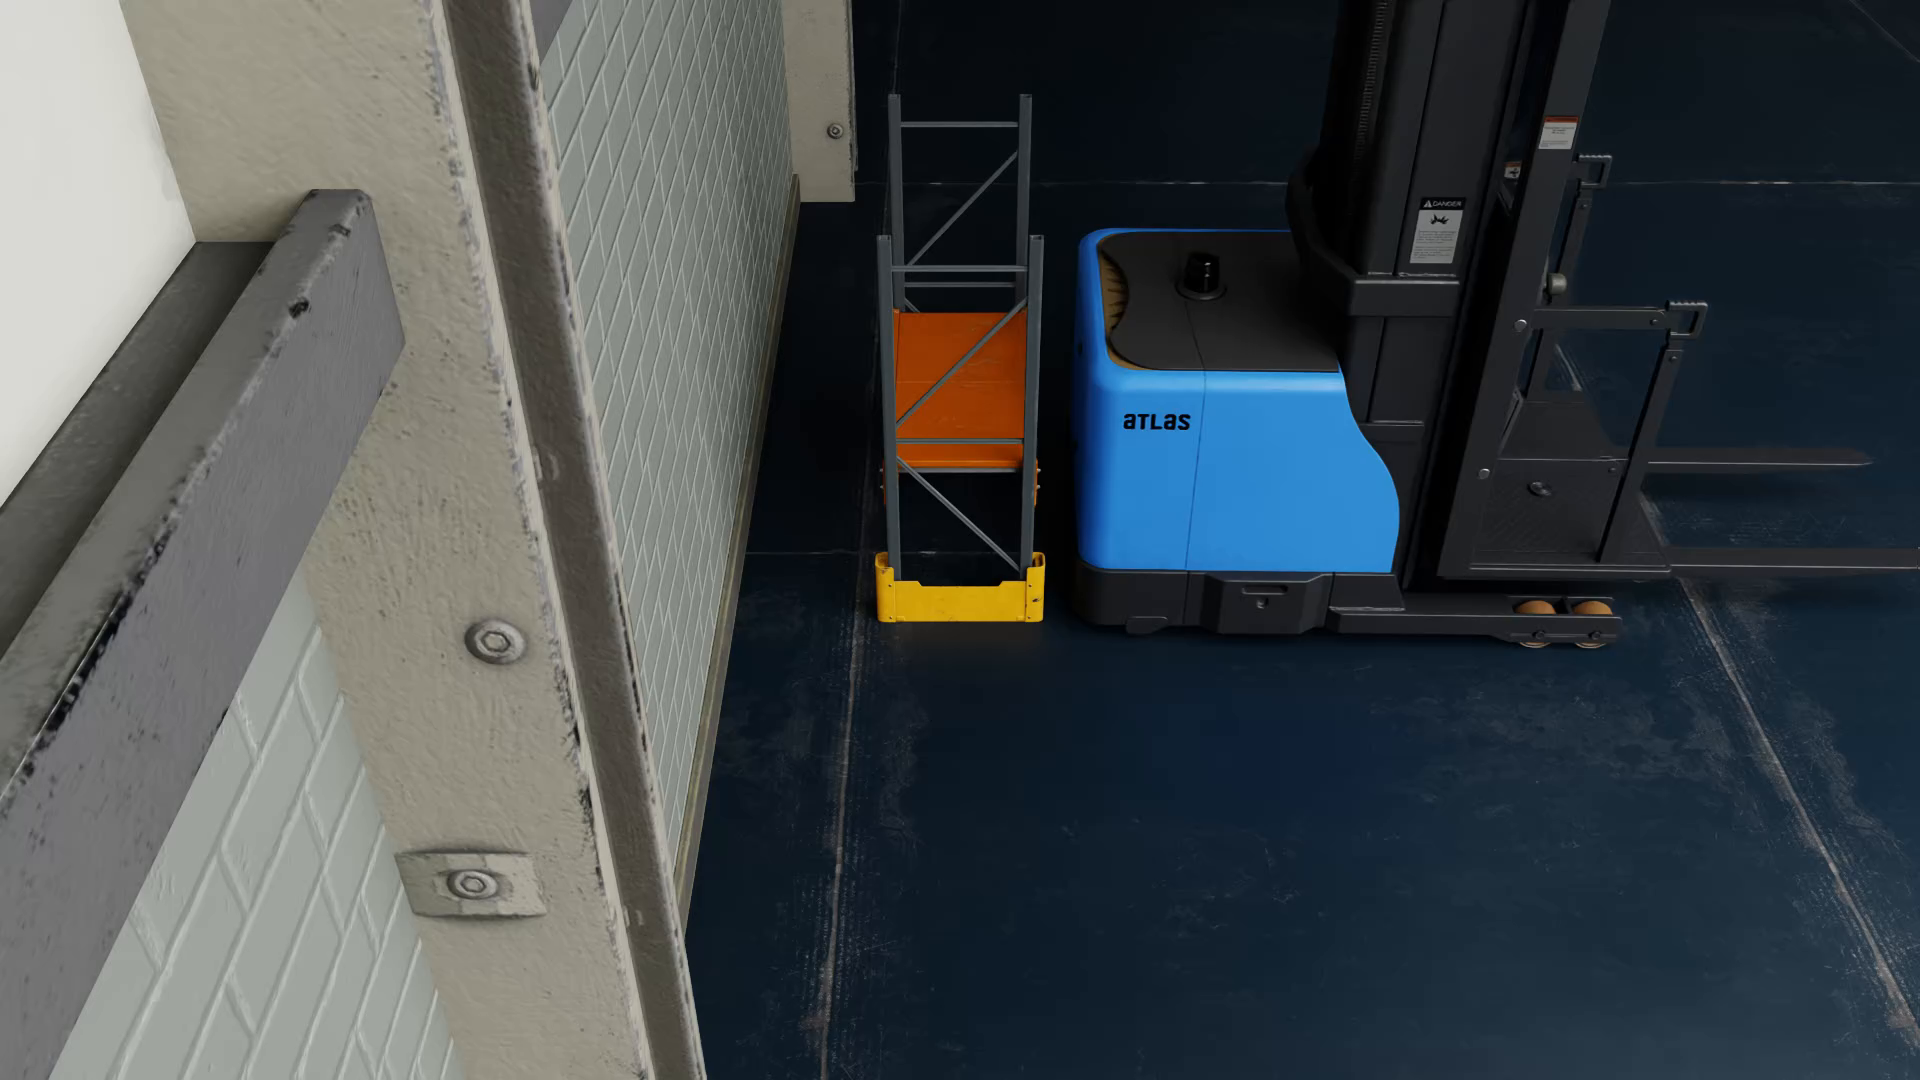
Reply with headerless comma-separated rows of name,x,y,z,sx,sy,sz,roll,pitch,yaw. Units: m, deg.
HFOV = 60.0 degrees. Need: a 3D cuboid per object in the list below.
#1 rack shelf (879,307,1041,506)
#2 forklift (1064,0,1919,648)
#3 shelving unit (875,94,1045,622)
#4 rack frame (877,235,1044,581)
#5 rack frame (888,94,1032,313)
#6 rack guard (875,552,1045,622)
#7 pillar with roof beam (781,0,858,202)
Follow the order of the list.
rack shelf,0.000,-0.498,5.960,0.538,0.185,1.000,0,39,0
forklift,1.915,-1.105,5.285,3.031,2.935,1.130,1,39,1
shelving unit,0.000,-0.633,5.840,0.587,1.500,1.083,0,39,0
rack frame,0.000,-0.321,5.451,0.500,1.500,0.032,0,39,0
rack frame,-0.001,-0.956,6.244,0.500,1.500,0.032,0,39,0
rack guard,0.000,0.166,5.843,0.587,0.250,0.087,0,39,0
pillar with roof beam,3.619,-5.343,5.722,9.100,9.000,0.400,0,39,0
